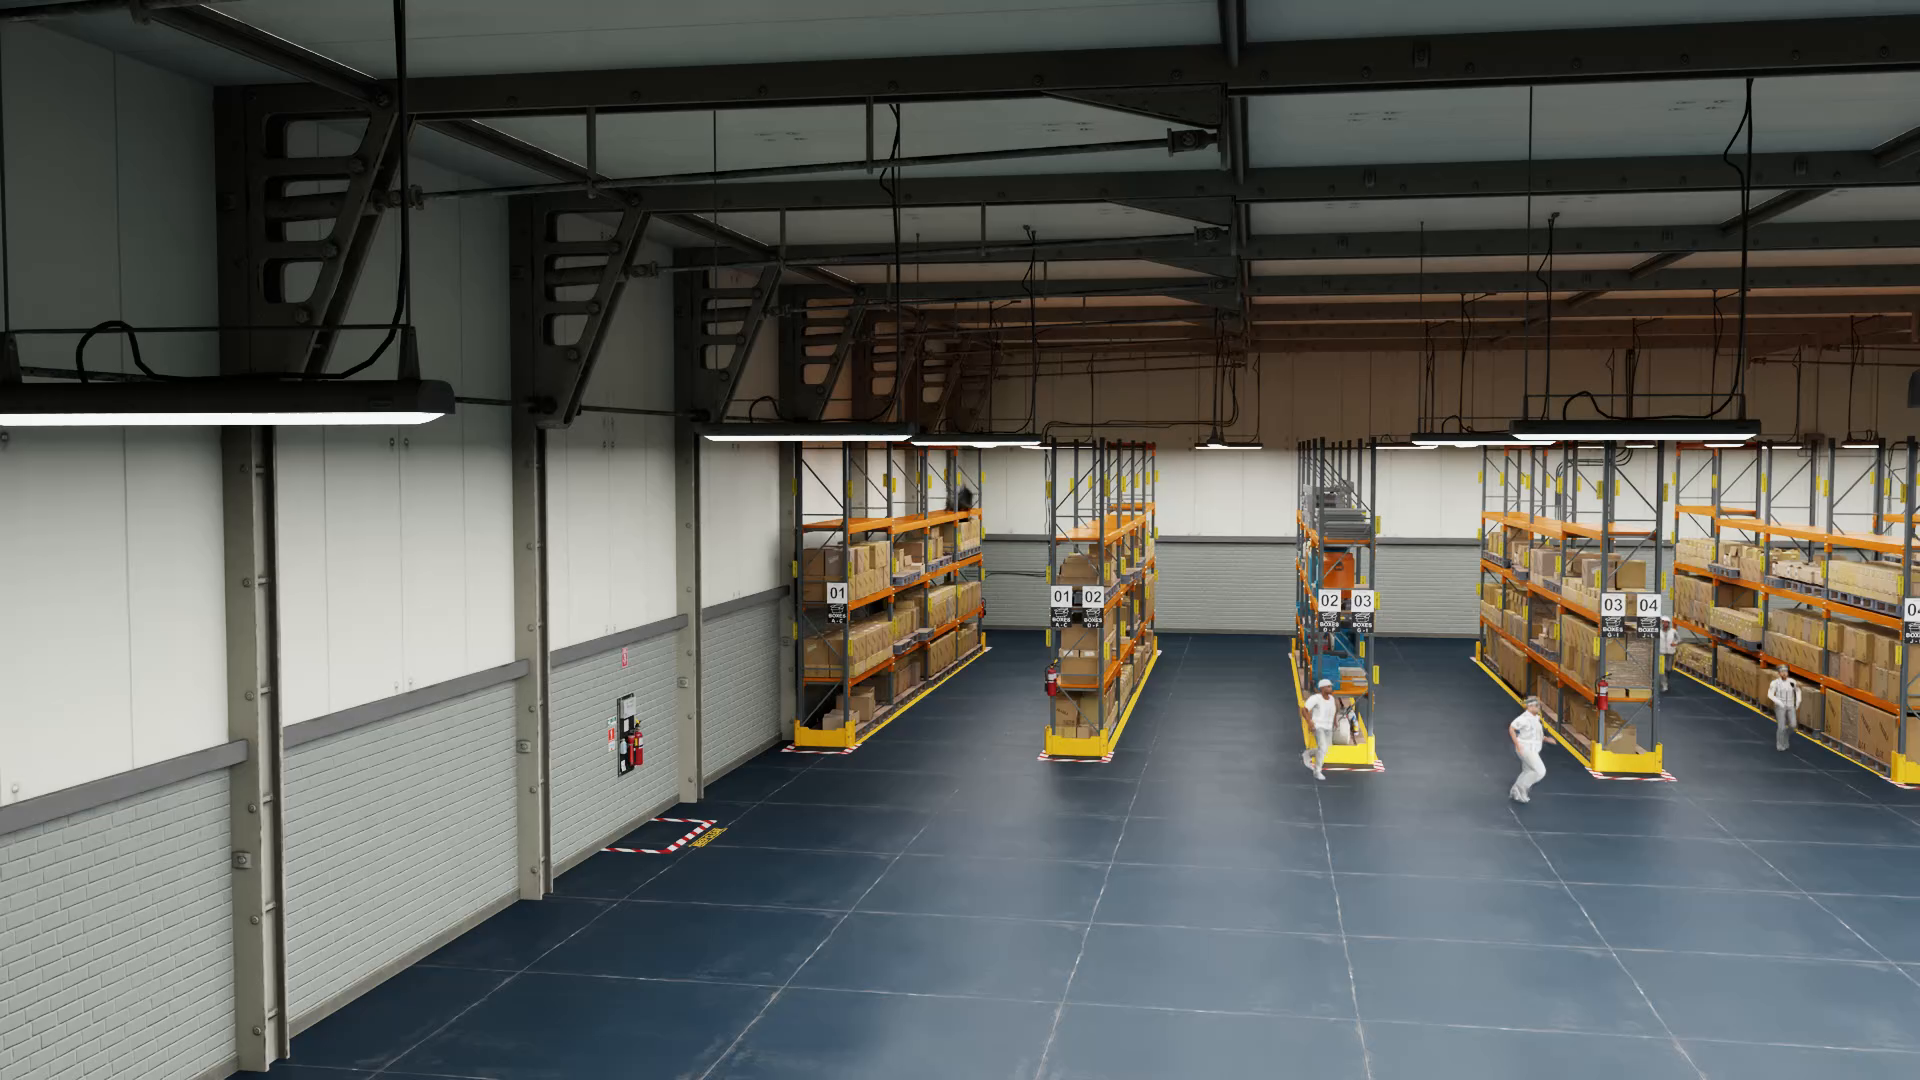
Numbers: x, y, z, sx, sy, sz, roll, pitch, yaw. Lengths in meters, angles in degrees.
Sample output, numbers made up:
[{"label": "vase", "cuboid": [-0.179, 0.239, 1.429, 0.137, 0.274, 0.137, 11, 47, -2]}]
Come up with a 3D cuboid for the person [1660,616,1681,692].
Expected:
[{"label": "person", "cuboid": [17.028, 2.724, 40.079, 0.652, 1.782, 0.862, 1, 3, 18]}]

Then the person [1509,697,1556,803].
[{"label": "person", "cuboid": [9.302, 3.412, 27.047, 0.741, 1.734, 0.638, 2, 4, 37]}]

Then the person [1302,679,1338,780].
[{"label": "person", "cuboid": [6.374, 3.325, 29.442, 0.751, 1.734, 0.689, -2, 4, -32]}]

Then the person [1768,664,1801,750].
[{"label": "person", "cuboid": [15.794, 3.206, 31.813, 0.629, 1.656, 0.574, 1, 3, 13]}]
